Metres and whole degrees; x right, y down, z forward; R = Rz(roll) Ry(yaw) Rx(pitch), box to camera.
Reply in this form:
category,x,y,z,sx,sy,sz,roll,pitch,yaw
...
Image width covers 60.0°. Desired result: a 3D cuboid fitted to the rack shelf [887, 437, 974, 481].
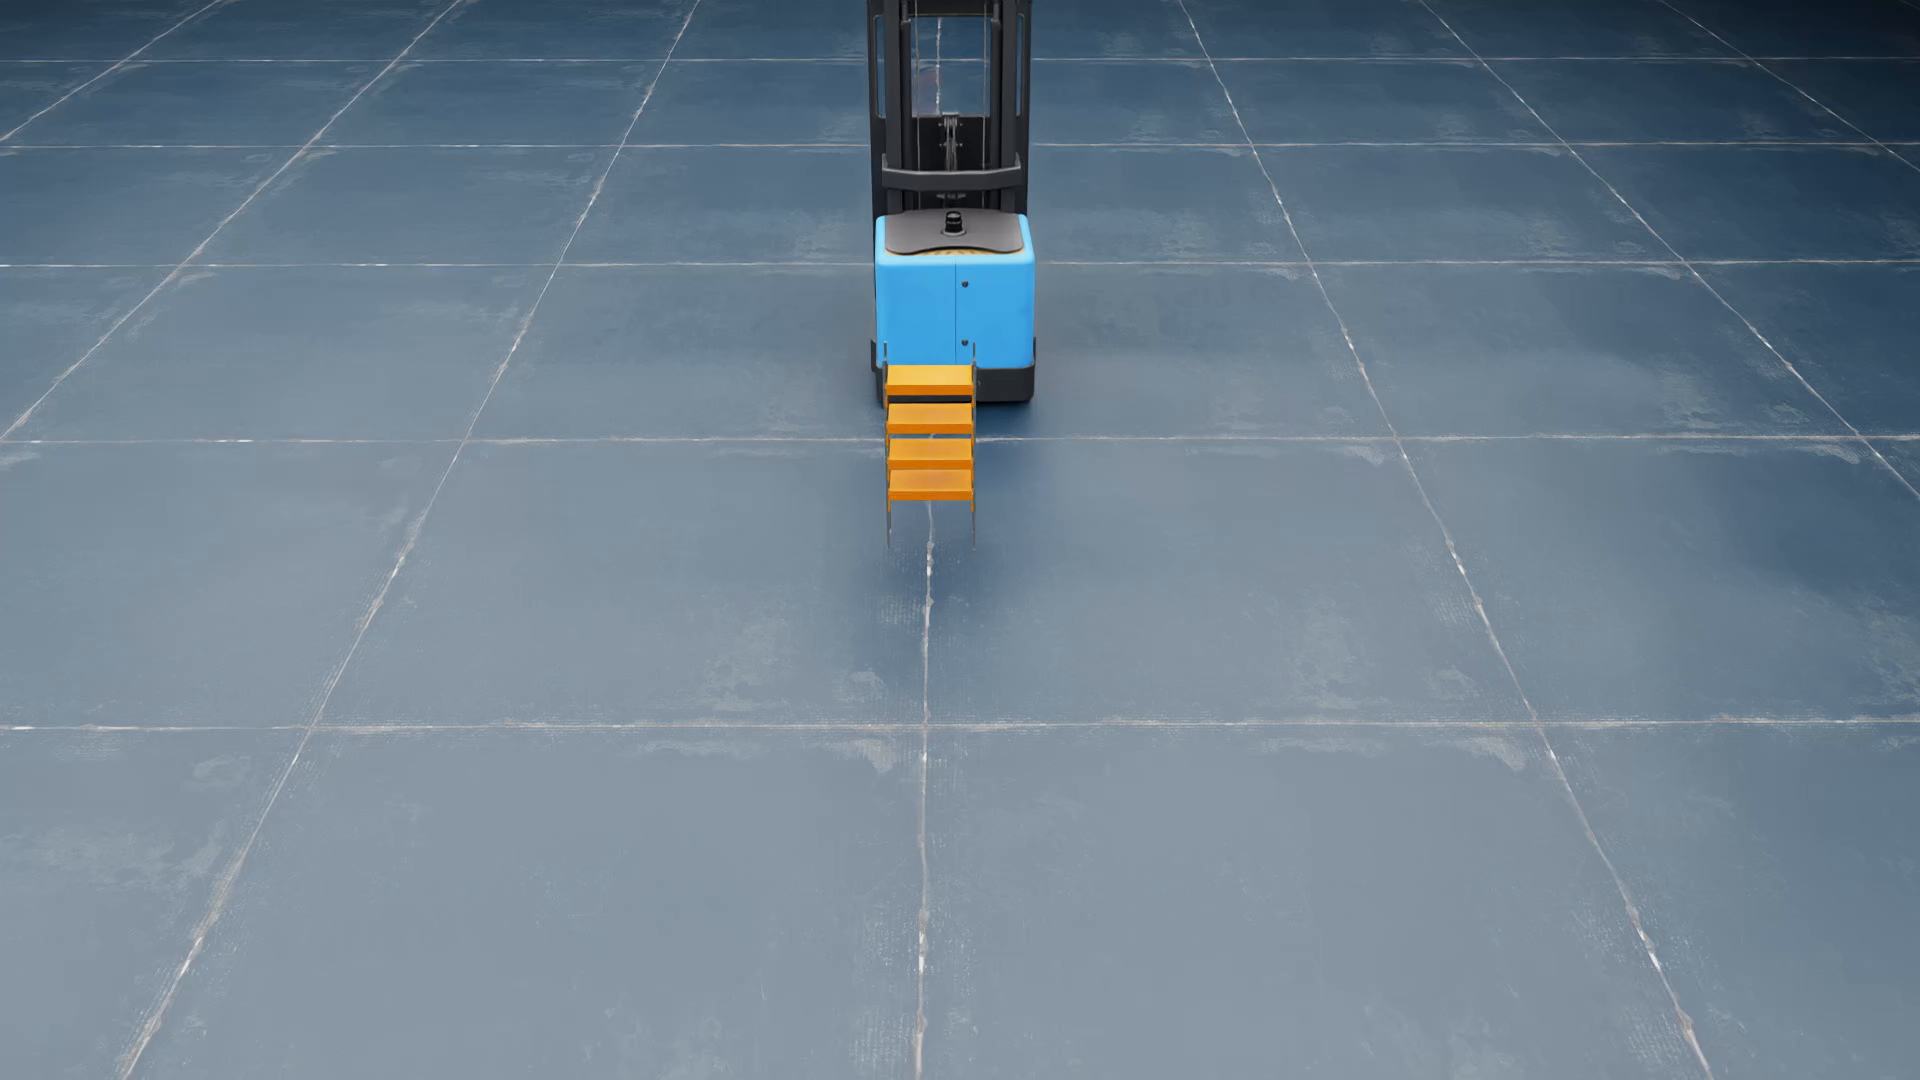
category,x,y,z,sx,sy,sz,roll,pitch,yaw
rack shelf,-0.166,-0.455,9.362,0.480,0.148,0.258,0,31,0

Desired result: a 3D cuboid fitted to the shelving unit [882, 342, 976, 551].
category,x,y,z,sx,sy,sz,roll,pitch,yaw
shelving unit,-0.166,-0.512,9.327,0.503,1.200,0.258,0,31,0

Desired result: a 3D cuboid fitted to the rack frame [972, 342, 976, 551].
category,x,y,z,sx,sy,sz,roll,pitch,yaw
rack frame,0.078,-0.513,9.328,0.015,1.200,0.240,0,31,0

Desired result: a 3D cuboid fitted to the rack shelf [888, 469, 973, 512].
category,x,y,z,sx,sy,sz,roll,pitch,yaw
rack shelf,-0.166,-0.285,9.465,0.480,0.148,0.258,0,31,0

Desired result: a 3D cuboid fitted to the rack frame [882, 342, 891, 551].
category,x,y,z,sx,sy,sz,roll,pitch,yaw
rack frame,-0.410,-0.512,9.326,0.015,1.200,0.240,0,31,0

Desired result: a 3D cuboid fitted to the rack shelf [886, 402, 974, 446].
category,x,y,z,sx,sy,sz,roll,pitch,yaw
rack shelf,-0.166,-0.646,9.246,0.480,0.148,0.258,0,31,0

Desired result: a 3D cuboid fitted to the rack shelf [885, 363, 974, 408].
category,x,y,z,sx,sy,sz,roll,pitch,yaw
rack shelf,-0.166,-0.848,9.123,0.480,0.148,0.258,0,31,0

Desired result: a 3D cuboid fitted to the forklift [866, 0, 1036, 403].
category,x,y,z,sx,sy,sz,roll,pitch,yaw
forklift,-0.081,-2.889,11.576,1.130,2.935,3.031,-1,31,-2
